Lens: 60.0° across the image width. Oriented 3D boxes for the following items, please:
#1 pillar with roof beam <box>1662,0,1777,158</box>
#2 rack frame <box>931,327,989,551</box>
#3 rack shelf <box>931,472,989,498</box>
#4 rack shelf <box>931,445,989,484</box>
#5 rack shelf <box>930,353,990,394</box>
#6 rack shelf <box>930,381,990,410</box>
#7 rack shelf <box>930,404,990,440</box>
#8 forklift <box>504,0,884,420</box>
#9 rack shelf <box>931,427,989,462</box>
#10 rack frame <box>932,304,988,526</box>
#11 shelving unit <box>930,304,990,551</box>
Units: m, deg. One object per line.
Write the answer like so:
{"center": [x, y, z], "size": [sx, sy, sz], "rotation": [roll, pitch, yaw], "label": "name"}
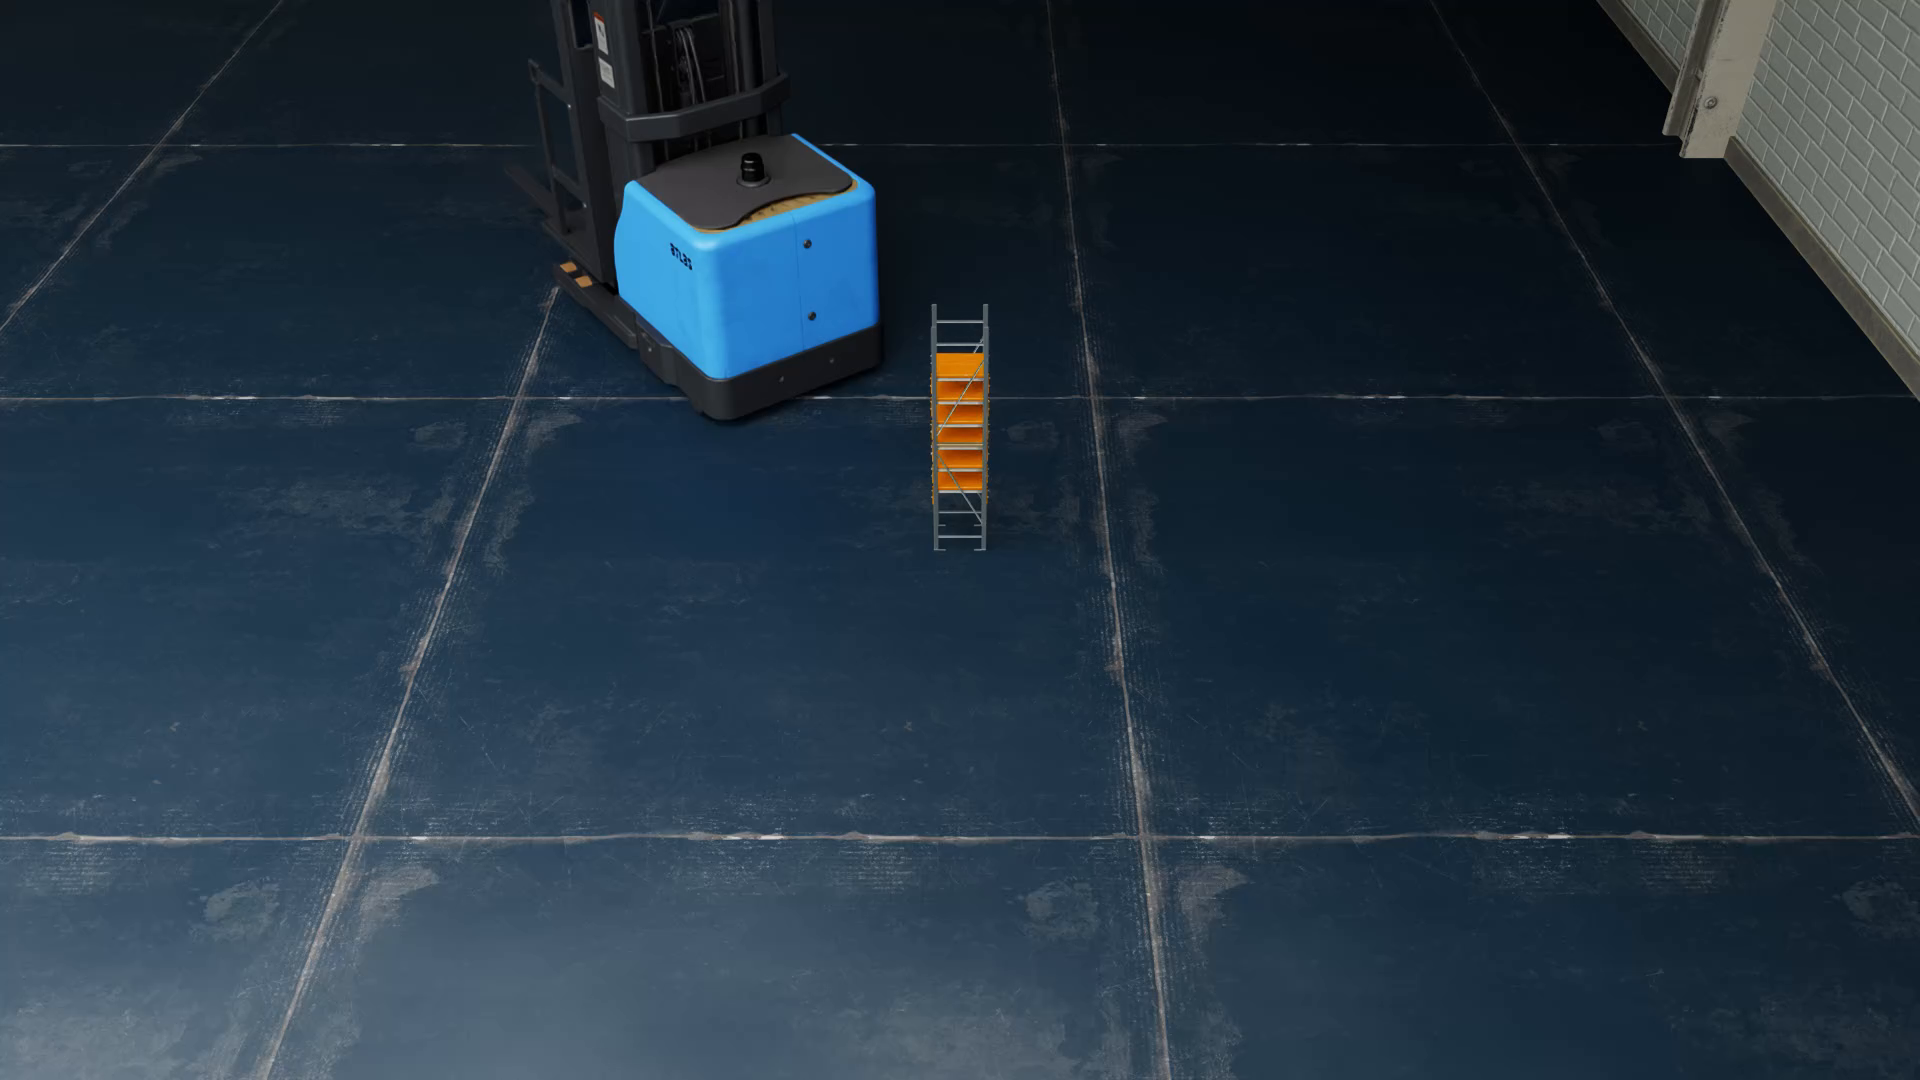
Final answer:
{"center": [0.565, -6.130, 8.203], "size": [9.100, 9.000, 0.400], "rotation": [0, 39, 0], "label": "pillar with roof beam"}
{"center": [0.000, -0.420, 7.315], "size": [0.240, 1.200, 0.006], "rotation": [0, 39, 0], "label": "rack frame"}
{"center": [0.000, -0.255, 7.564], "size": [0.258, 0.103, 0.180], "rotation": [0, 39, 0], "label": "rack shelf"}
{"center": [0.000, -0.349, 7.489], "size": [0.258, 0.103, 0.180], "rotation": [0, 39, 0], "label": "rack shelf"}
{"center": [0.000, -0.724, 7.189], "size": [0.258, 0.103, 0.180], "rotation": [0, 39, 0], "label": "rack shelf"}
{"center": [0.000, -0.630, 7.264], "size": [0.258, 0.103, 0.180], "rotation": [0, 39, 0], "label": "rack shelf"}
{"center": [0.000, -0.536, 7.339], "size": [0.258, 0.103, 0.180], "rotation": [0, 39, 0], "label": "rack shelf"}
{"center": [-1.667, -2.626, 8.682], "size": [1.130, 2.935, 3.031], "rotation": [-24, 45, -27], "label": "forklift"}
{"center": [0.000, -0.443, 7.414], "size": [0.258, 0.103, 0.180], "rotation": [0, 39, 0], "label": "rack shelf"}
{"center": [0.000, -0.534, 7.457], "size": [0.240, 1.200, 0.006], "rotation": [0, 39, 0], "label": "rack frame"}
{"center": [0.000, -0.477, 7.386], "size": [0.258, 1.200, 0.189], "rotation": [0, 39, 0], "label": "shelving unit"}
